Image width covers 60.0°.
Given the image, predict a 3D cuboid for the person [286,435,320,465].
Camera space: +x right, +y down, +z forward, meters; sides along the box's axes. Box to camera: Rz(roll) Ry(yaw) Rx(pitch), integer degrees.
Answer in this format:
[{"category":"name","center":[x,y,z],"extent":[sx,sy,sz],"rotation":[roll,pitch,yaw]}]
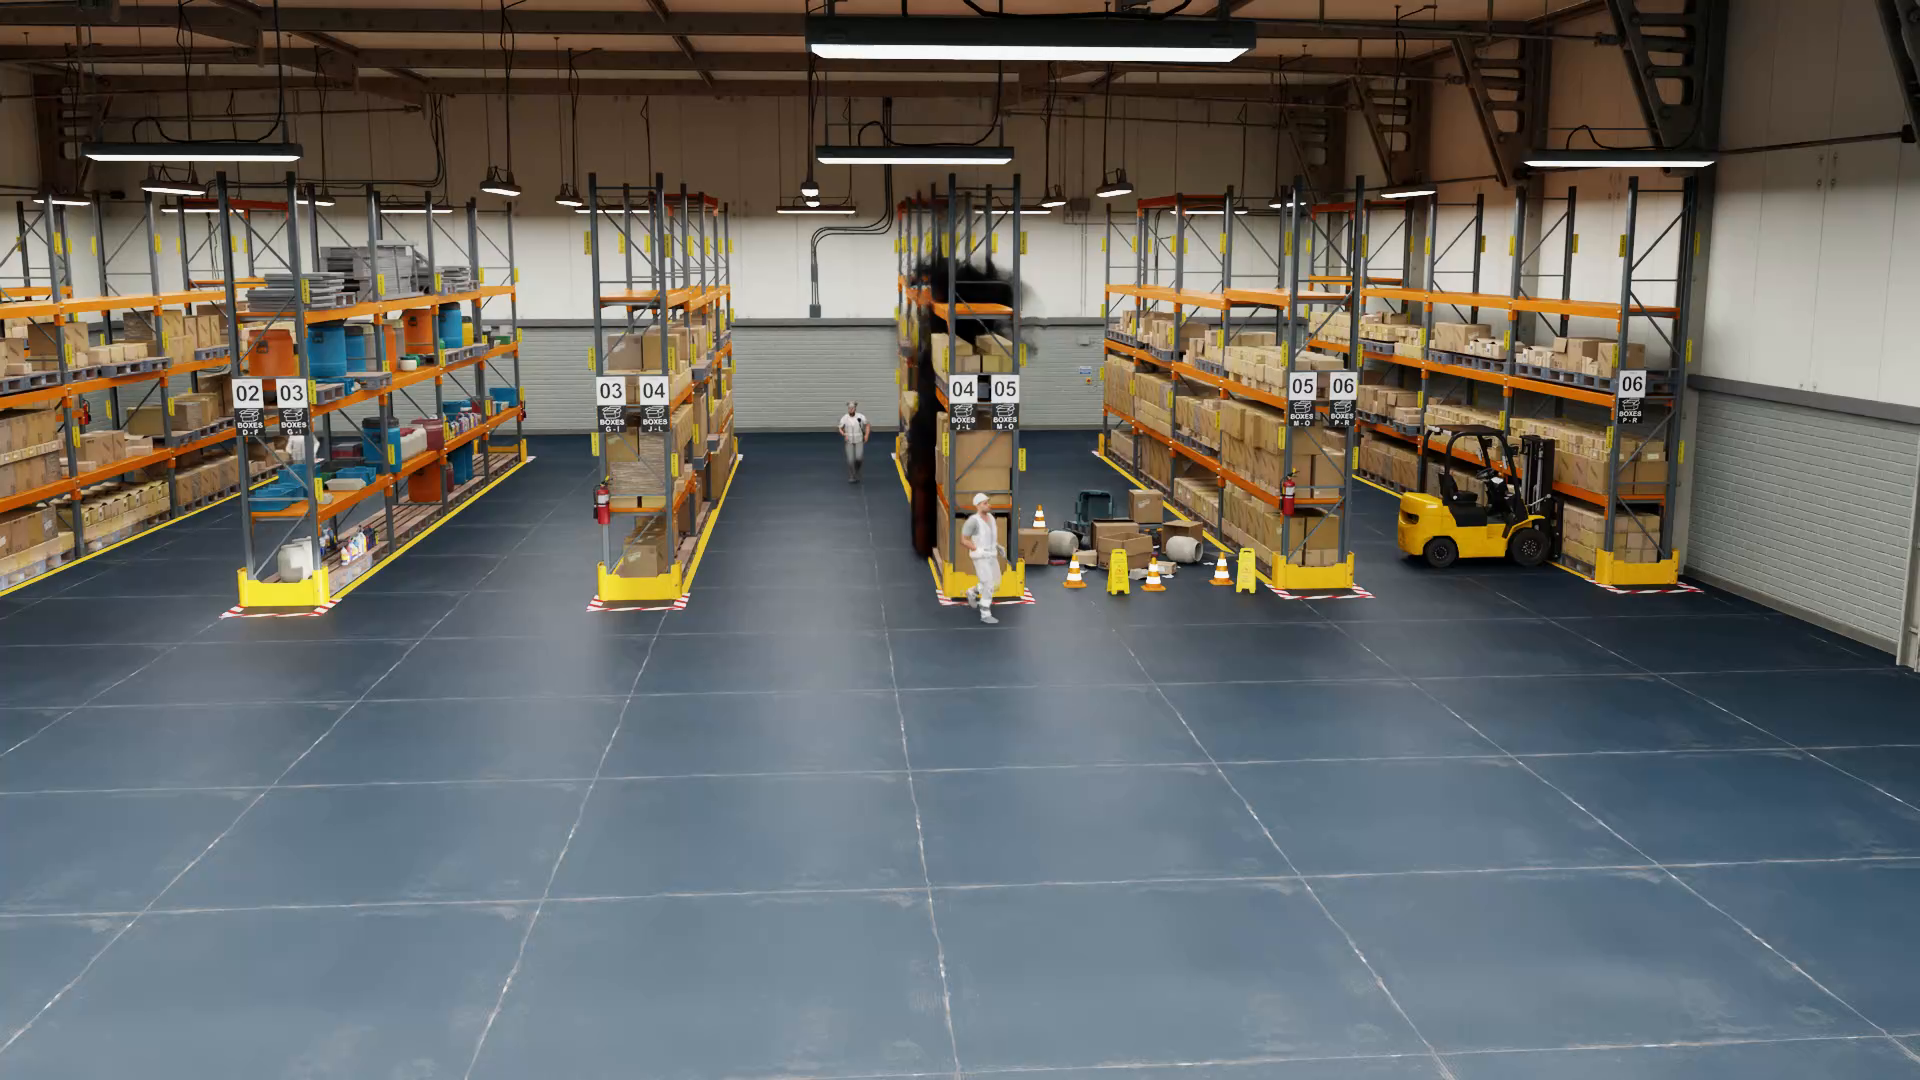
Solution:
[{"category":"person","center":[-12.862,-1.546,32.574],"extent":[0.616,1.693,0.901],"rotation":[-3,10,-16]}]

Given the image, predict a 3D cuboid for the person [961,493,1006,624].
[{"category":"person","center":[0.271,0.233,22.369],"extent":[0.643,1.746,0.679],"rotation":[9,13,41]}]

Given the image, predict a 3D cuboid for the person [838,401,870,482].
[{"category":"person","center":[-2.268,-2.106,35.596],"extent":[0.675,1.744,0.612],"rotation":[0,10,-1]}]
